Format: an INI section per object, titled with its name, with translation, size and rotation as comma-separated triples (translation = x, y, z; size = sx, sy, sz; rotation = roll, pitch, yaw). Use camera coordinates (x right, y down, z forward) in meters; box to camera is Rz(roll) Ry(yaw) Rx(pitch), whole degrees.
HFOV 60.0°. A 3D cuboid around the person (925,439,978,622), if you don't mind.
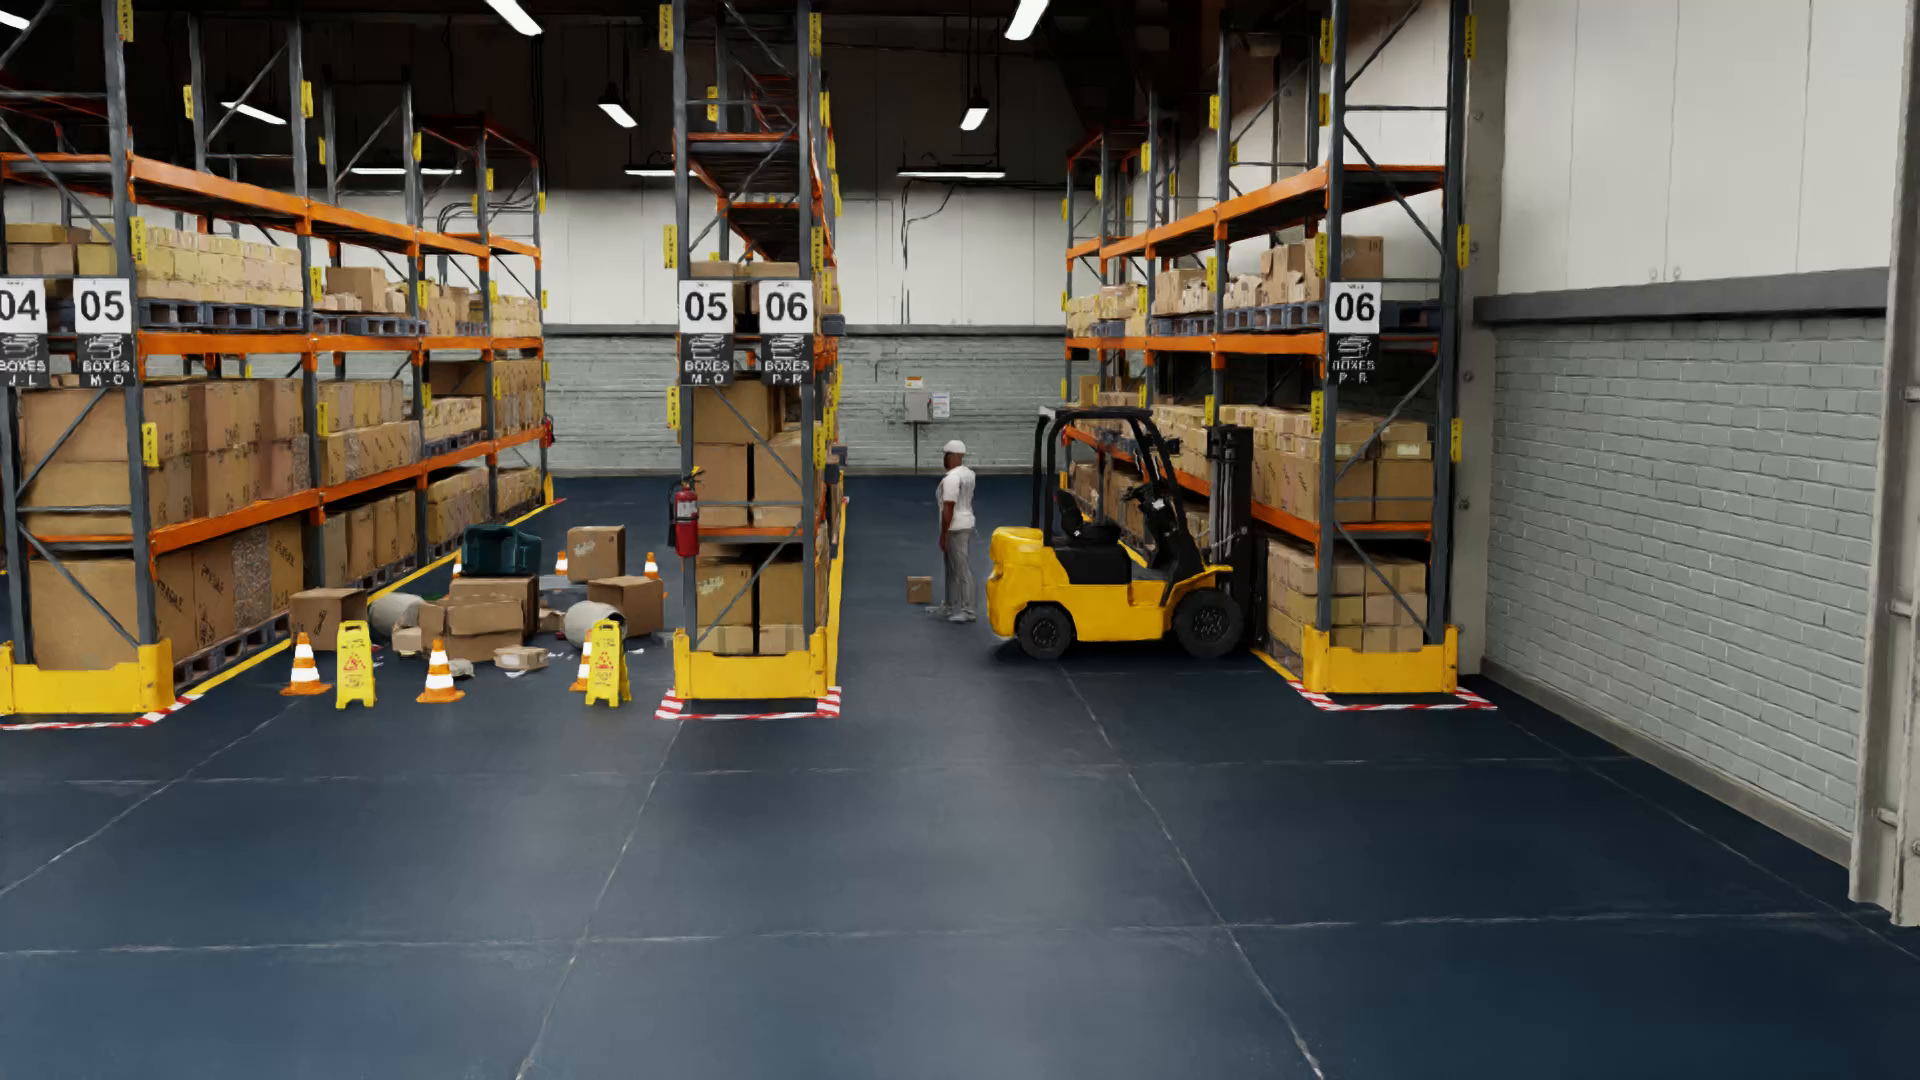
[person]
translation = -0.088, -0.108, 16.350
size = 0.589, 1.764, 0.696
rotation = 1, 7, 12
